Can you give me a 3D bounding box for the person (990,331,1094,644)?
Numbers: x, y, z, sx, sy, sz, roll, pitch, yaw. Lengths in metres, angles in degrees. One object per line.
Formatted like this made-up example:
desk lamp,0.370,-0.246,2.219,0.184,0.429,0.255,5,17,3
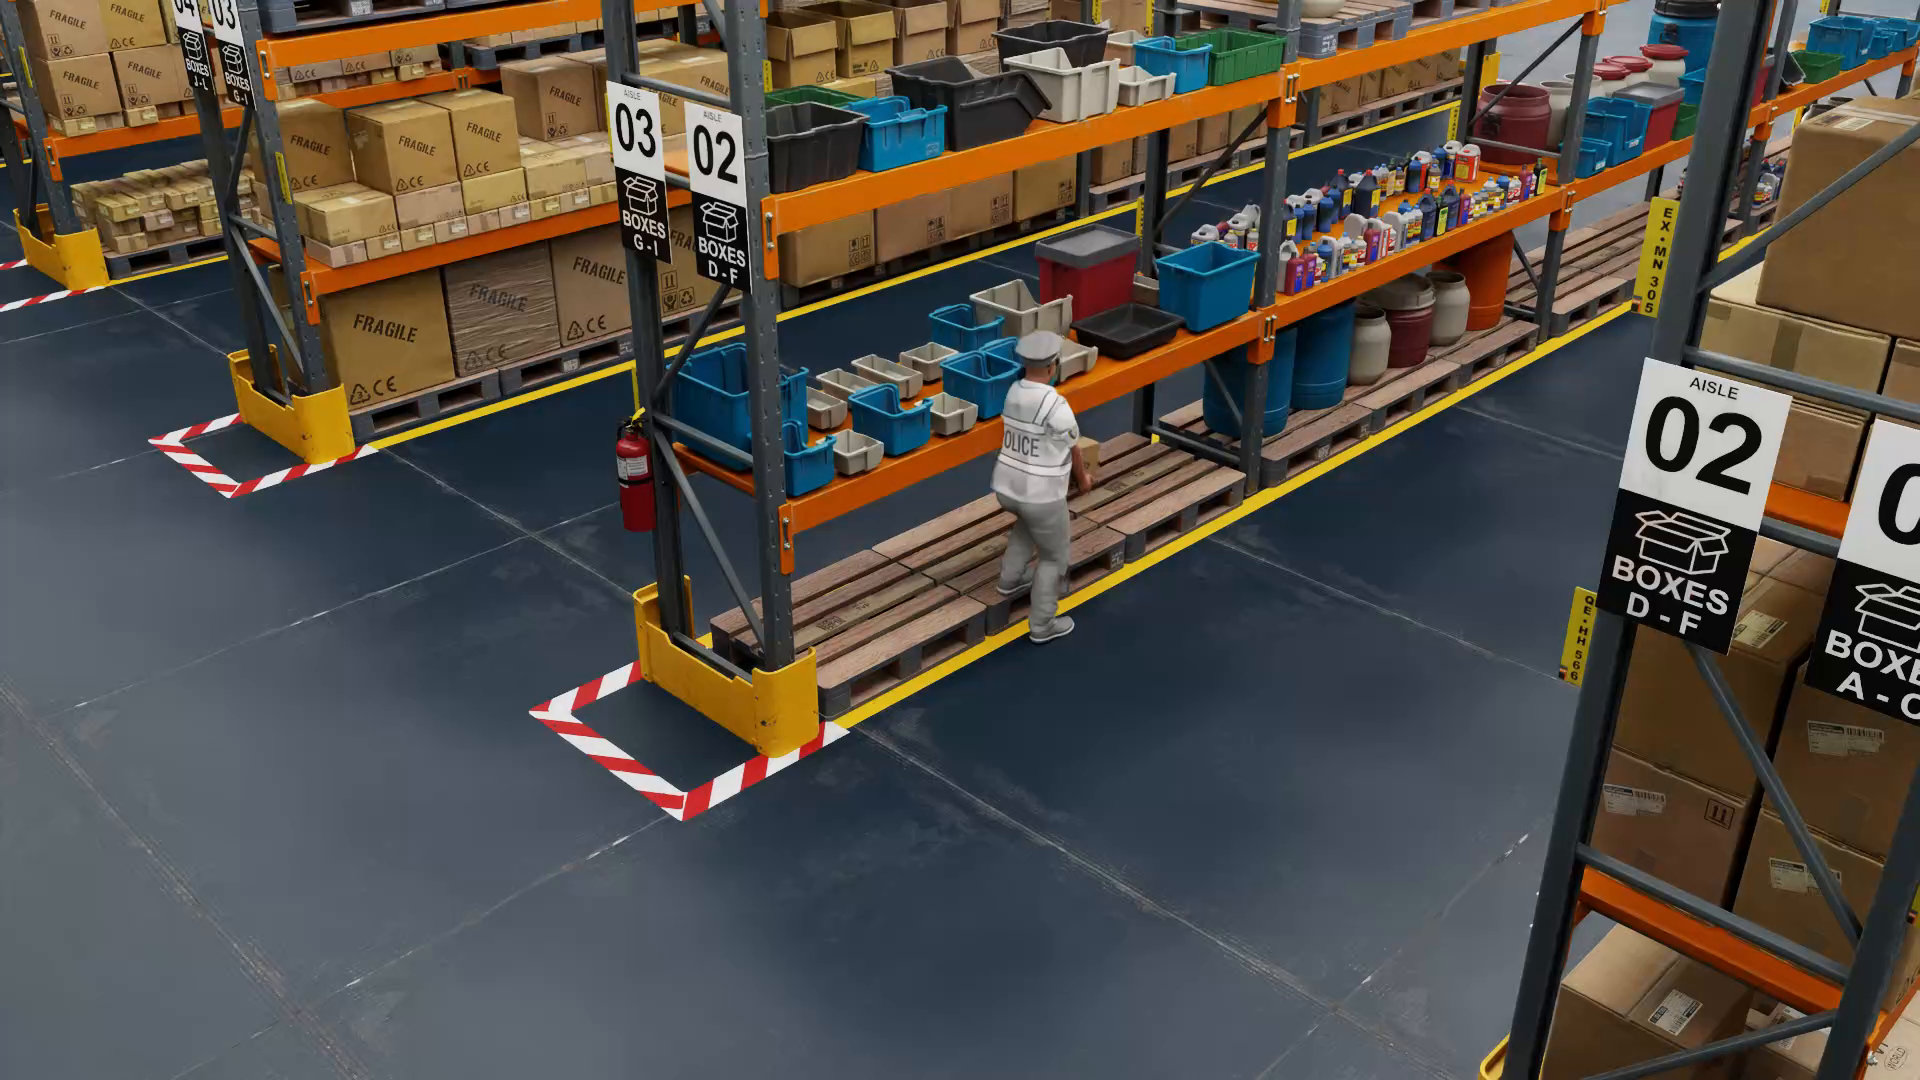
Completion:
person,0.442,-0.304,9.194,0.495,1.762,0.572,24,36,38
